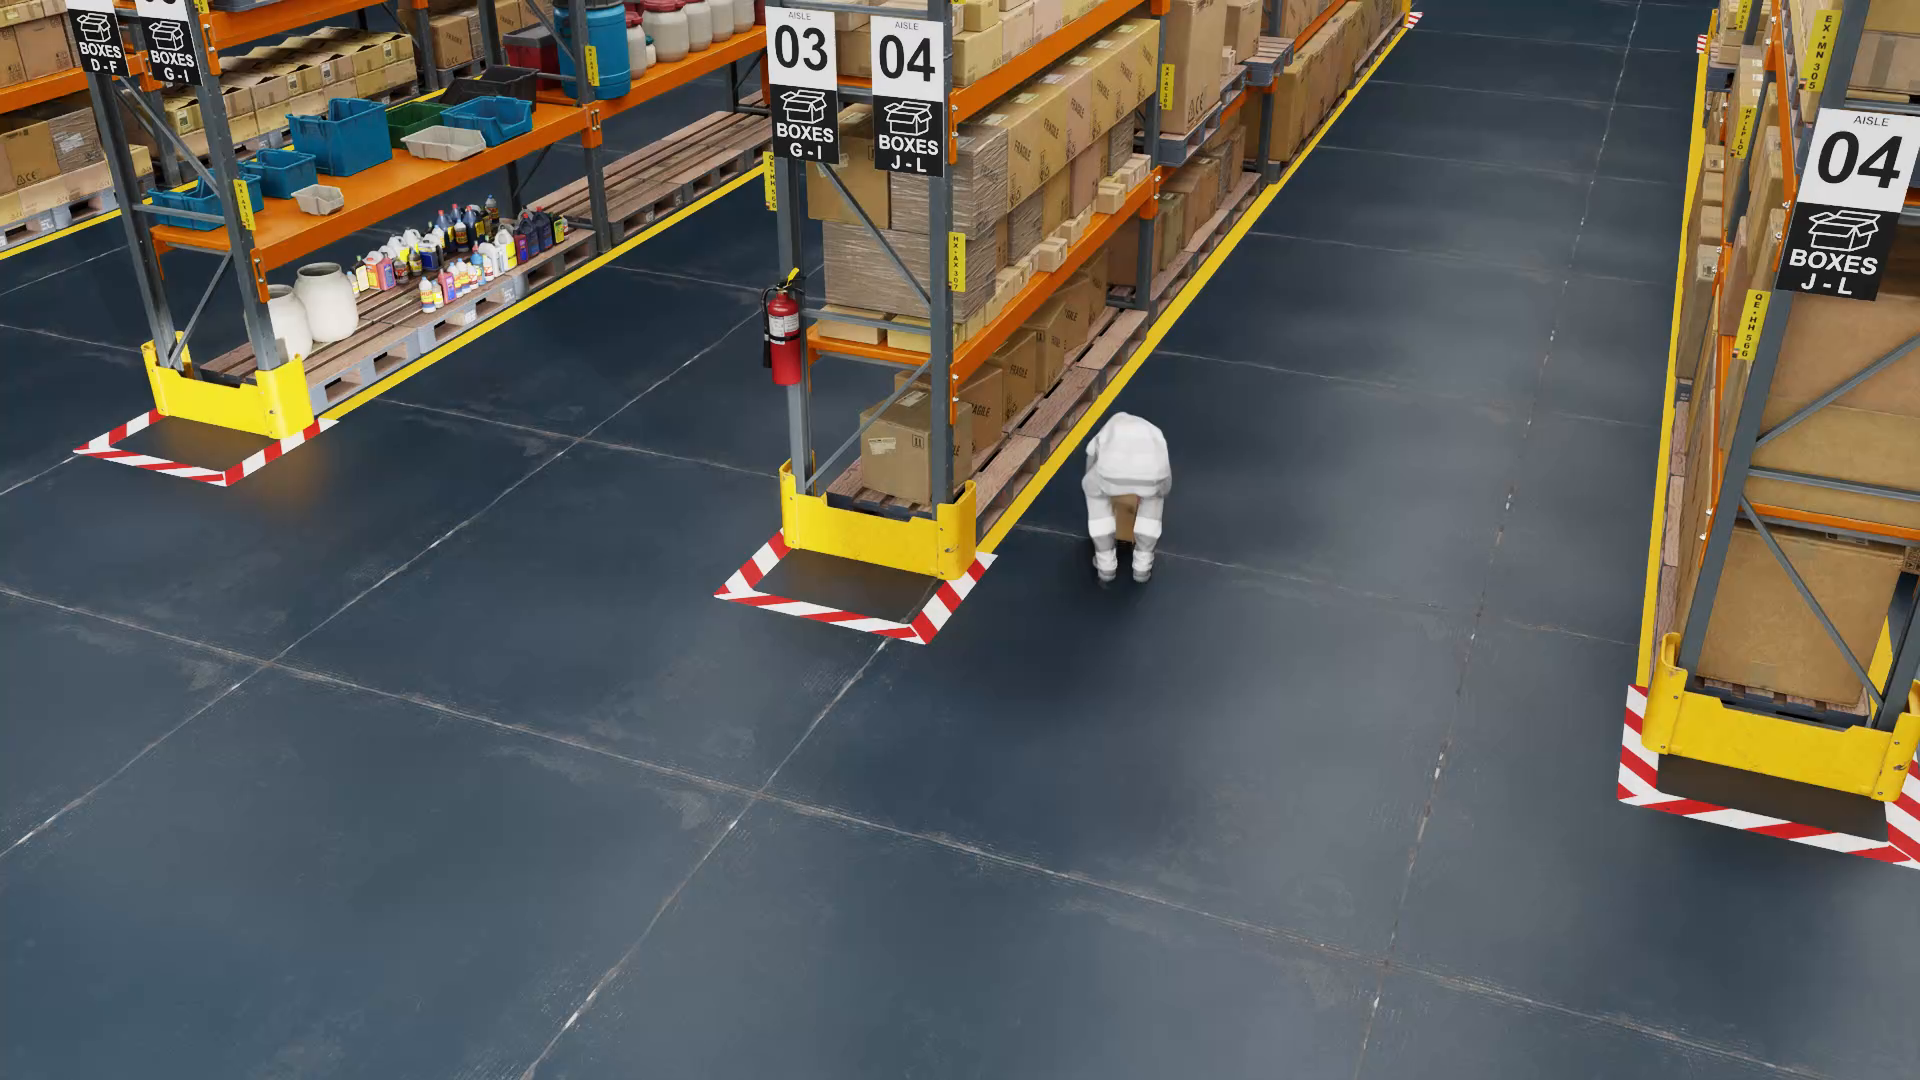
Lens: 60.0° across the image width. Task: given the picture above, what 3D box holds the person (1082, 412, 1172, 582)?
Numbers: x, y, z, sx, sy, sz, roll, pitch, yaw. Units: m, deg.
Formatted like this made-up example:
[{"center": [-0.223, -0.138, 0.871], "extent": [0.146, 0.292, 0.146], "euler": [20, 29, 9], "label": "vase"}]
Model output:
[{"center": [0.967, -0.311, 9.744], "extent": [0.516, 0.984, 0.949], "euler": [0, 29, 0], "label": "person"}]
